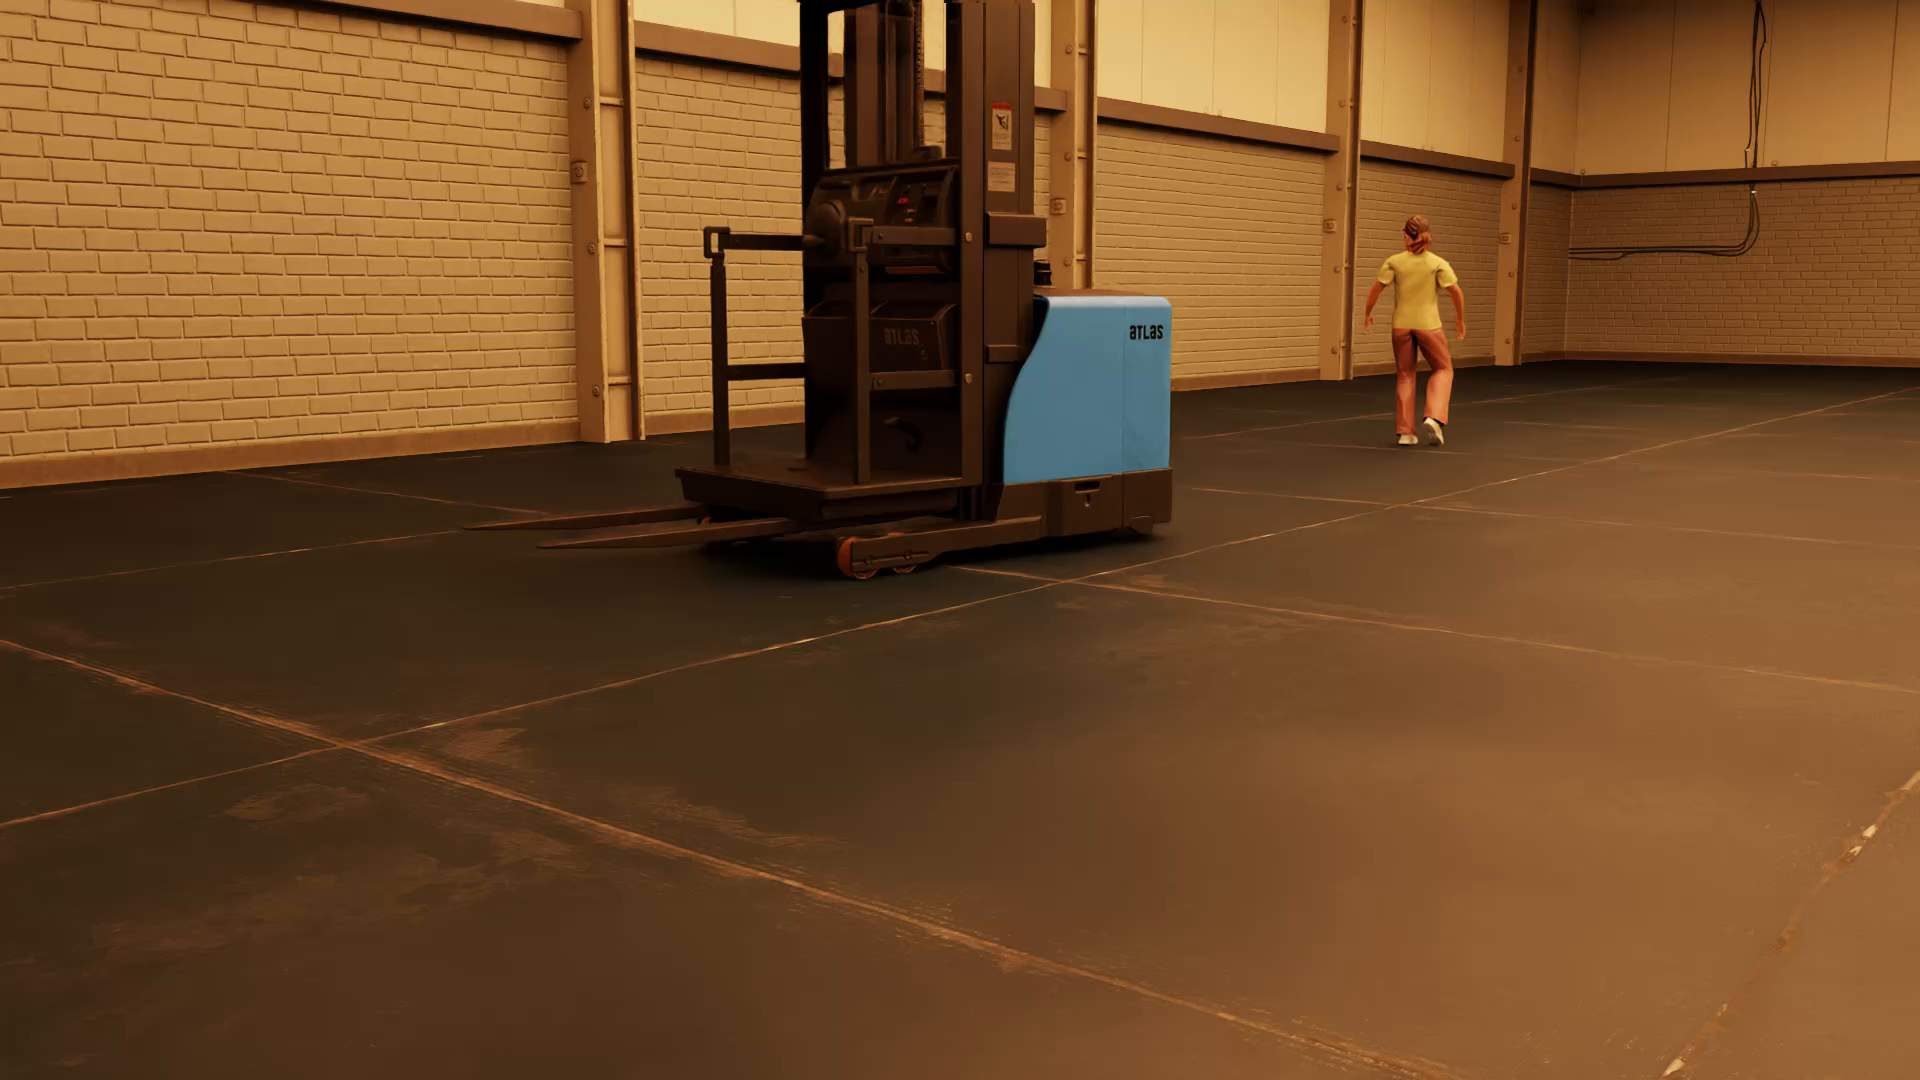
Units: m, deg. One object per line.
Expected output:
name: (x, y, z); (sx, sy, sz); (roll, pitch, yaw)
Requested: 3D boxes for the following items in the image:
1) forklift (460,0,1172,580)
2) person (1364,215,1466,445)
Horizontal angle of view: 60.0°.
forklift: (-0.496, -1.384, 6.739); (3.031, 2.935, 1.130); (-7, 11, -40)
person: (3.286, -1.512, 12.098); (0.731, 1.665, 0.479); (5, 10, 31)
